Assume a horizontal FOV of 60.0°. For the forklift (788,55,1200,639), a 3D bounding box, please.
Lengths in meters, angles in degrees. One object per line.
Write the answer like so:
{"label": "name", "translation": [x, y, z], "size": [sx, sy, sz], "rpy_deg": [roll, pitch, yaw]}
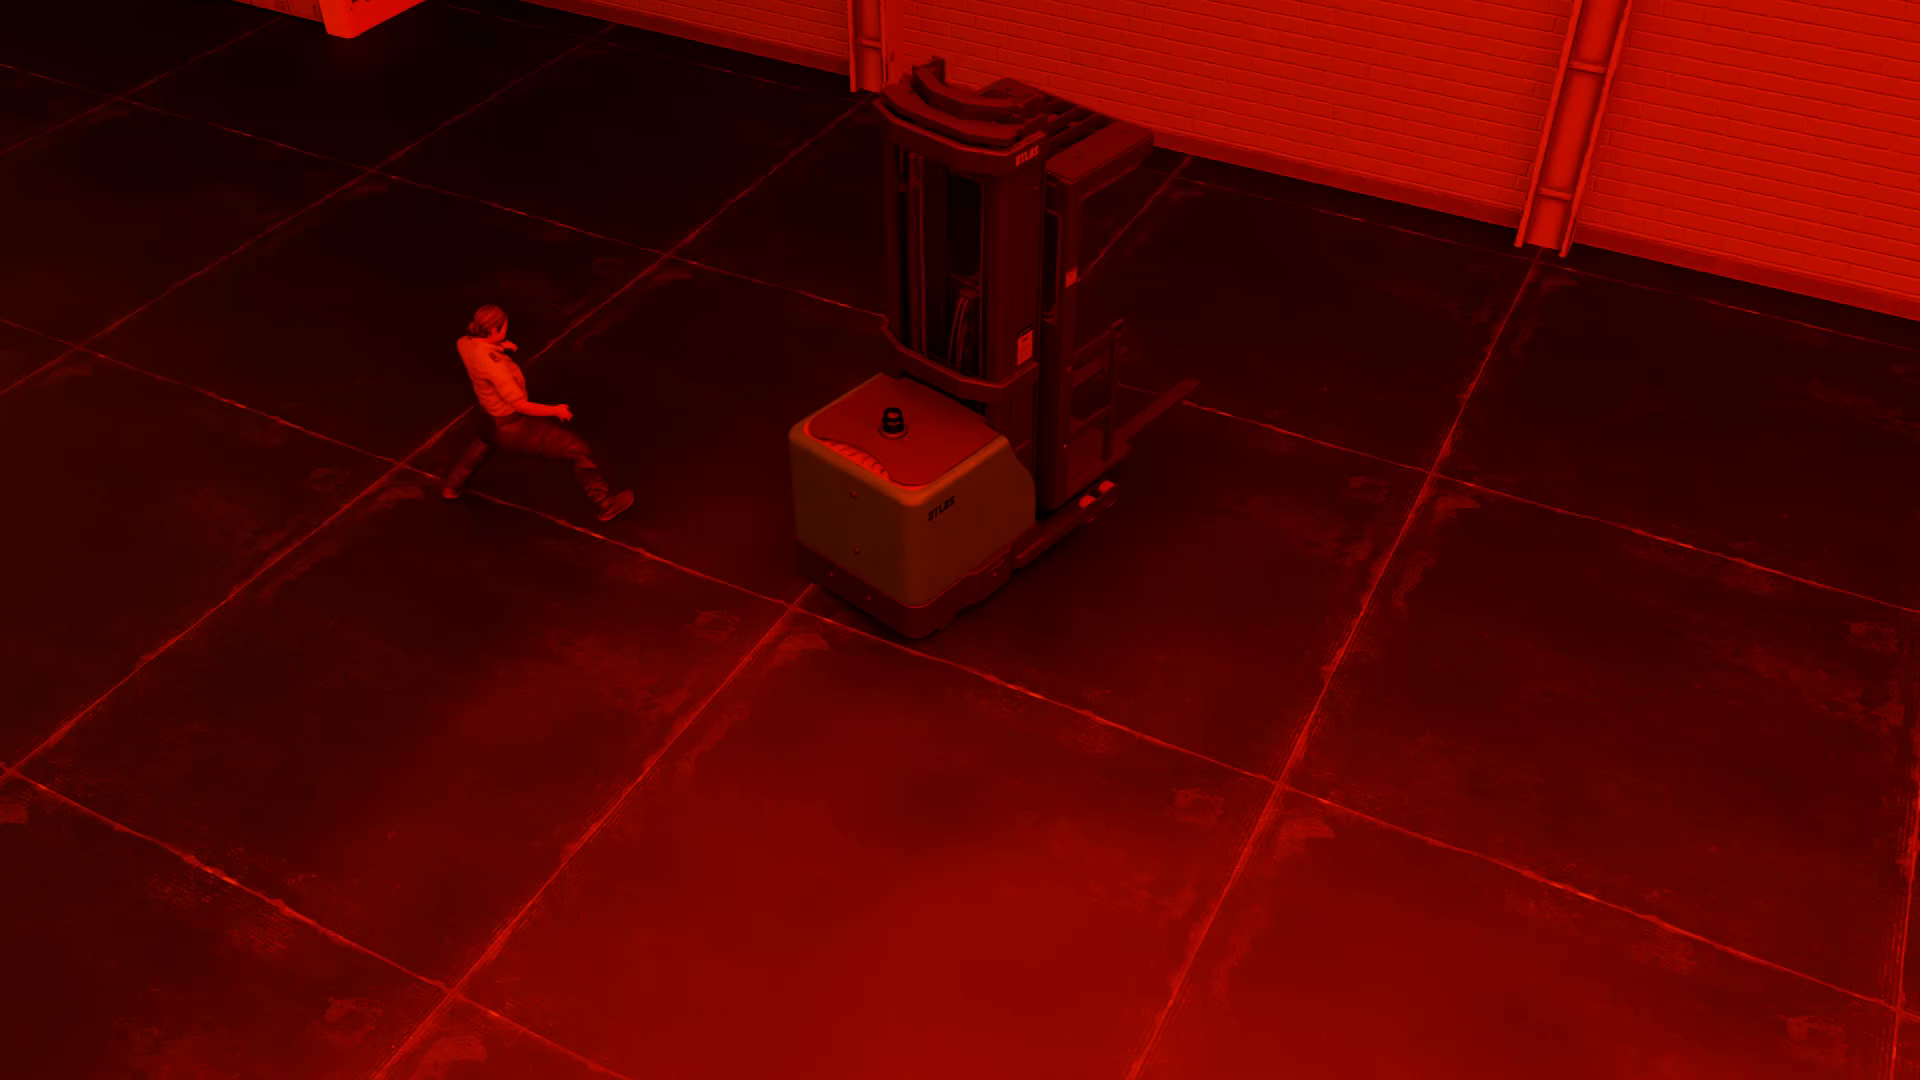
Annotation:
{"label": "forklift", "translation": [0.364, -1.429, 9.683], "size": [1.130, 2.935, 3.031], "rpy_deg": [30, 48, 30]}

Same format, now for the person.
{"label": "person", "translation": [-2.695, -0.811, 10.117], "size": [0.943, 1.504, 1.054], "rpy_deg": [-28, 48, -30]}
